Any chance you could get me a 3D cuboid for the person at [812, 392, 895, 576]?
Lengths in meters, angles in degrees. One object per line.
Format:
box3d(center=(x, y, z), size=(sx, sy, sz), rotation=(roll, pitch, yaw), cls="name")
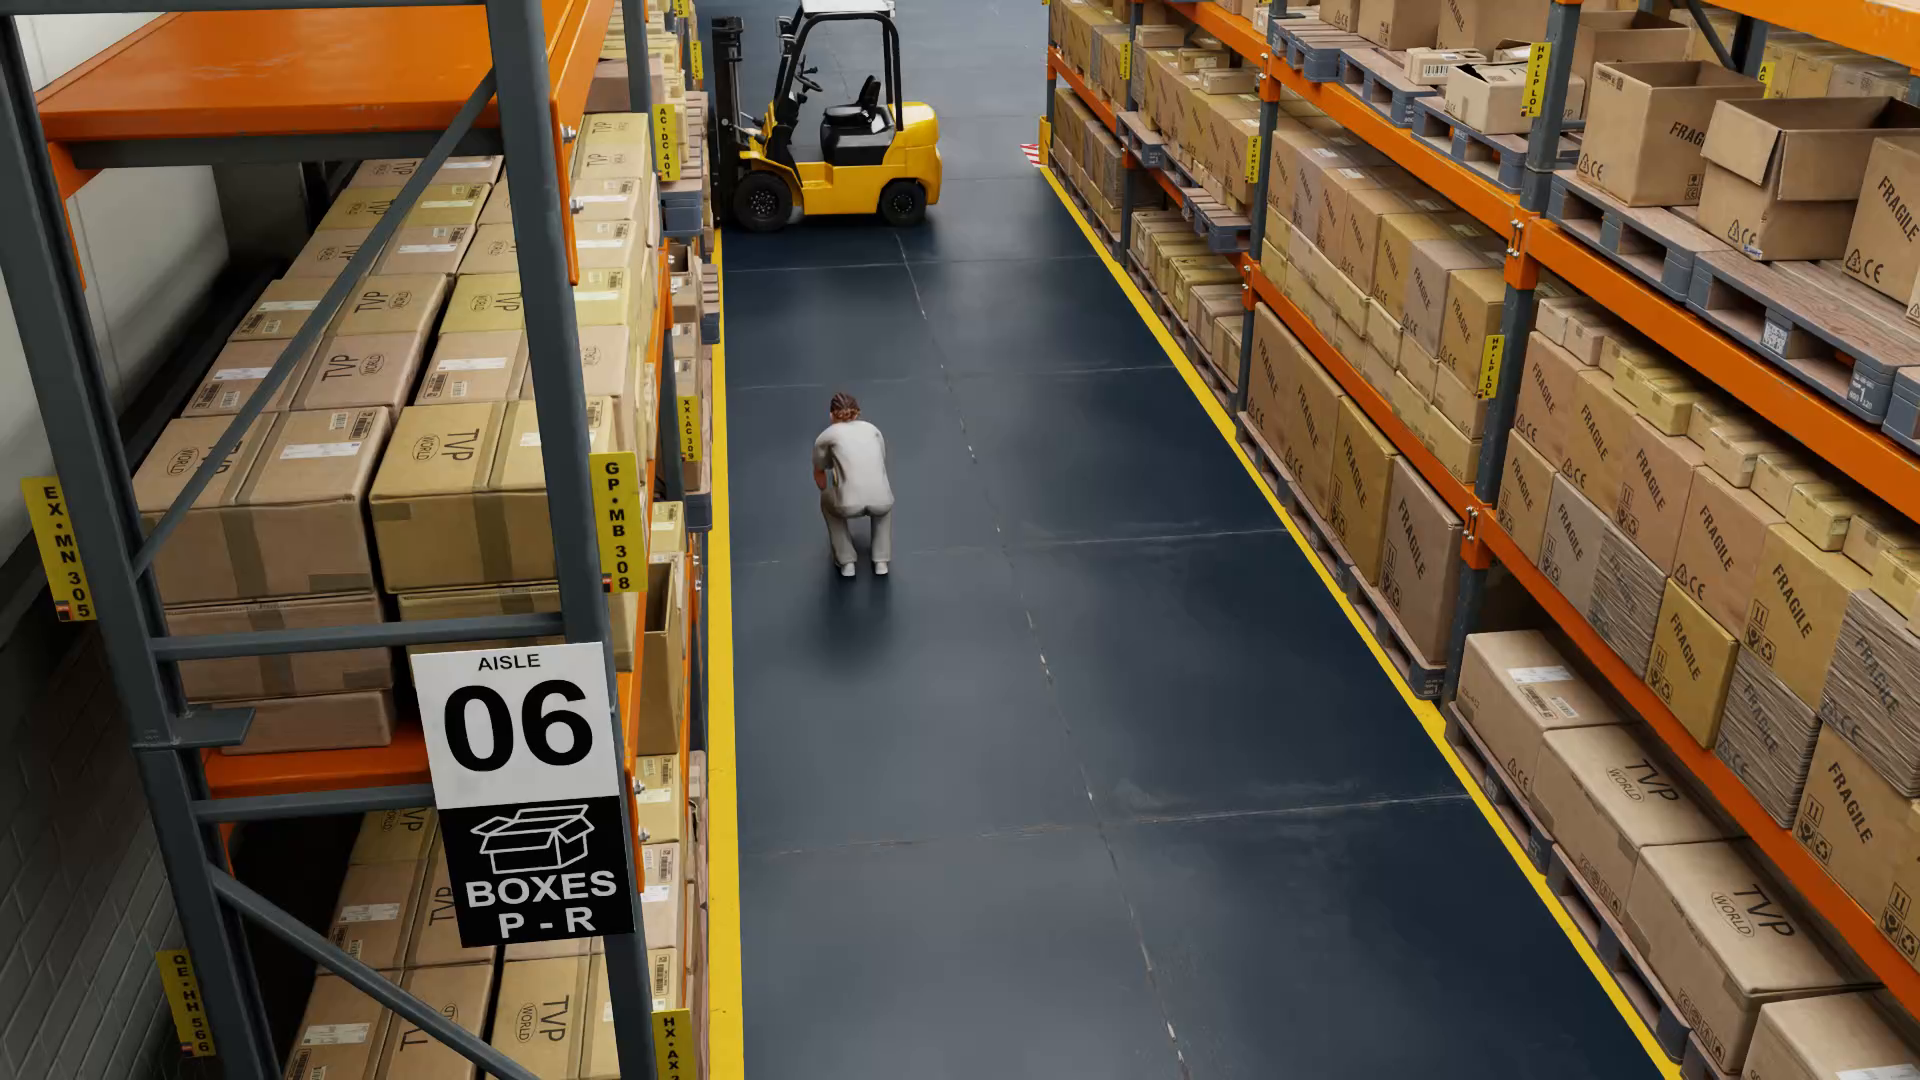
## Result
box3d(center=(-0.665, -0.334, 10.431), size=(0.491, 1.048, 0.761), rotation=(-4, 28, -8), cls="person")
